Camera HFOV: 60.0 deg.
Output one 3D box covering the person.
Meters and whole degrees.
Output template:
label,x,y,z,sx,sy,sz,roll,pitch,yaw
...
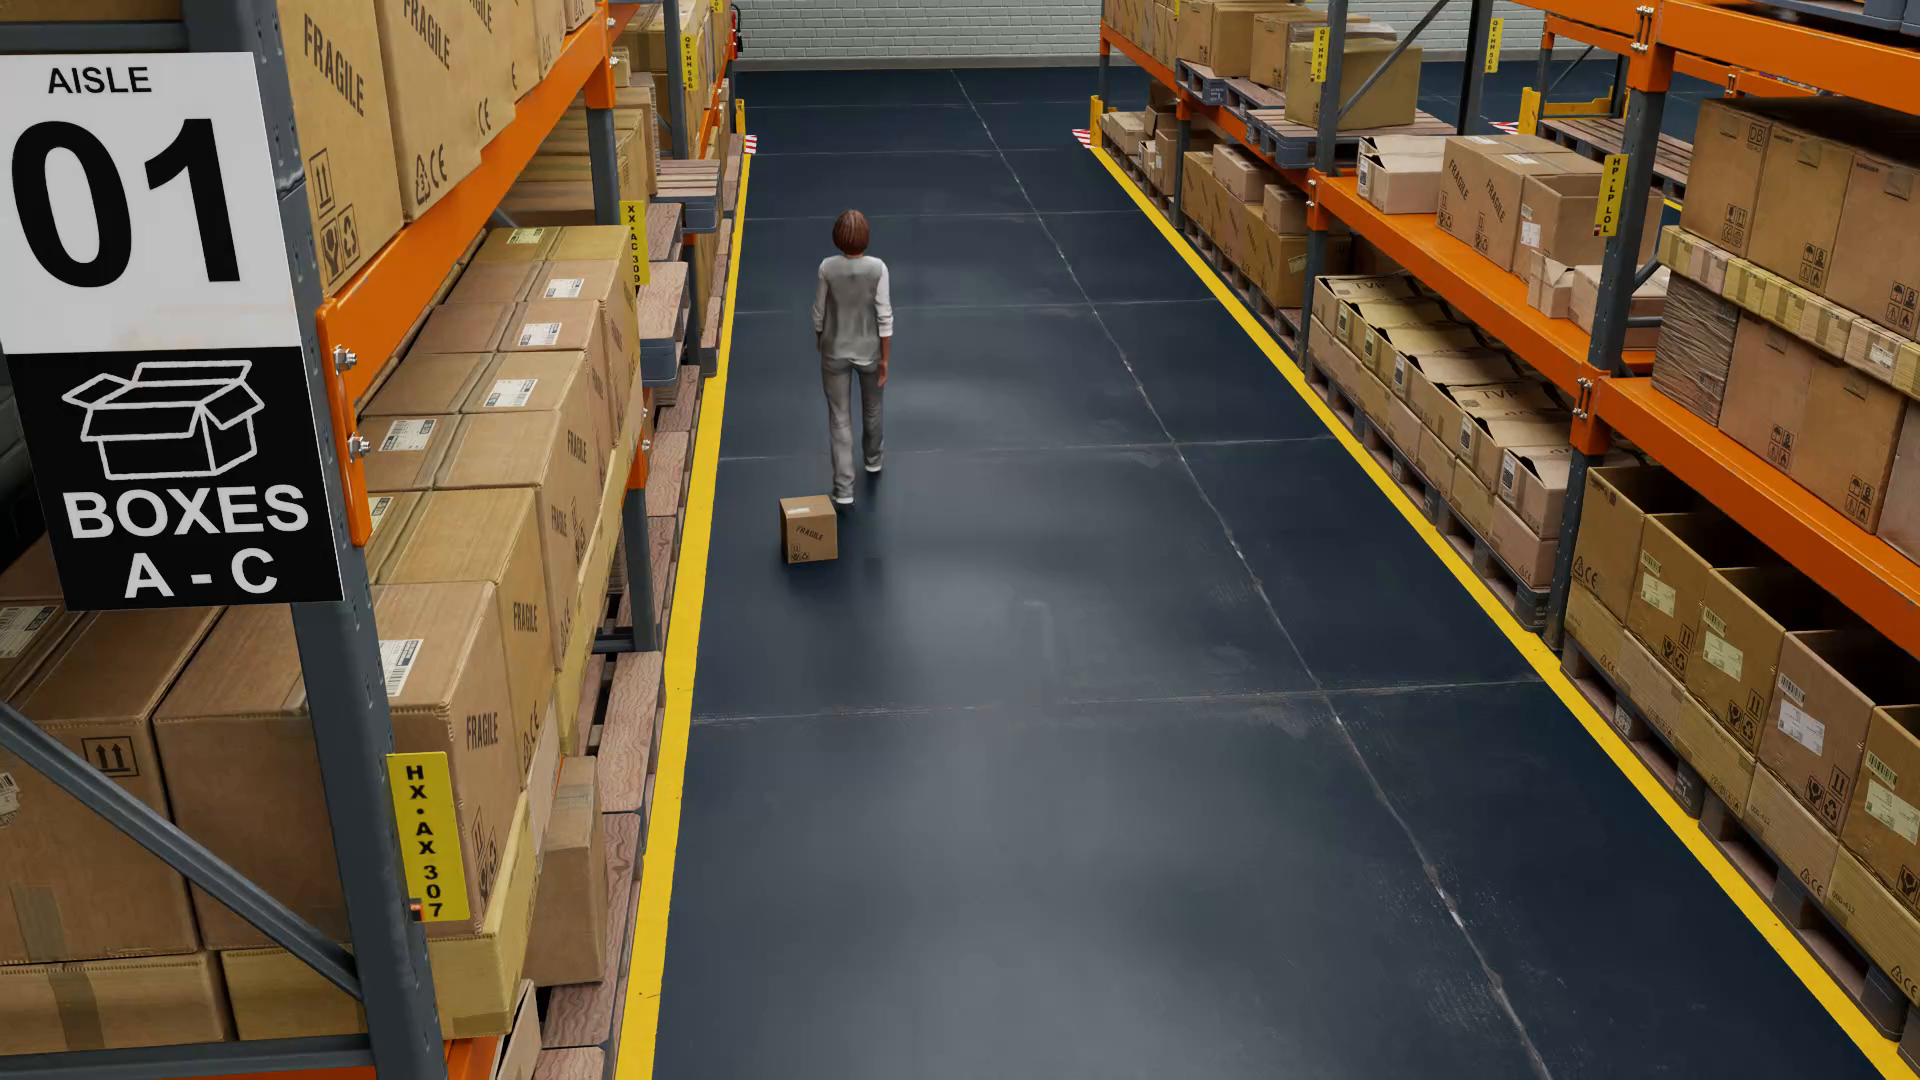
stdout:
label,x,y,z,sx,sy,sz,roll,pitch,yaw
person,-0.575,-1.020,8.883,0.419,1.550,0.849,-3,24,-6
